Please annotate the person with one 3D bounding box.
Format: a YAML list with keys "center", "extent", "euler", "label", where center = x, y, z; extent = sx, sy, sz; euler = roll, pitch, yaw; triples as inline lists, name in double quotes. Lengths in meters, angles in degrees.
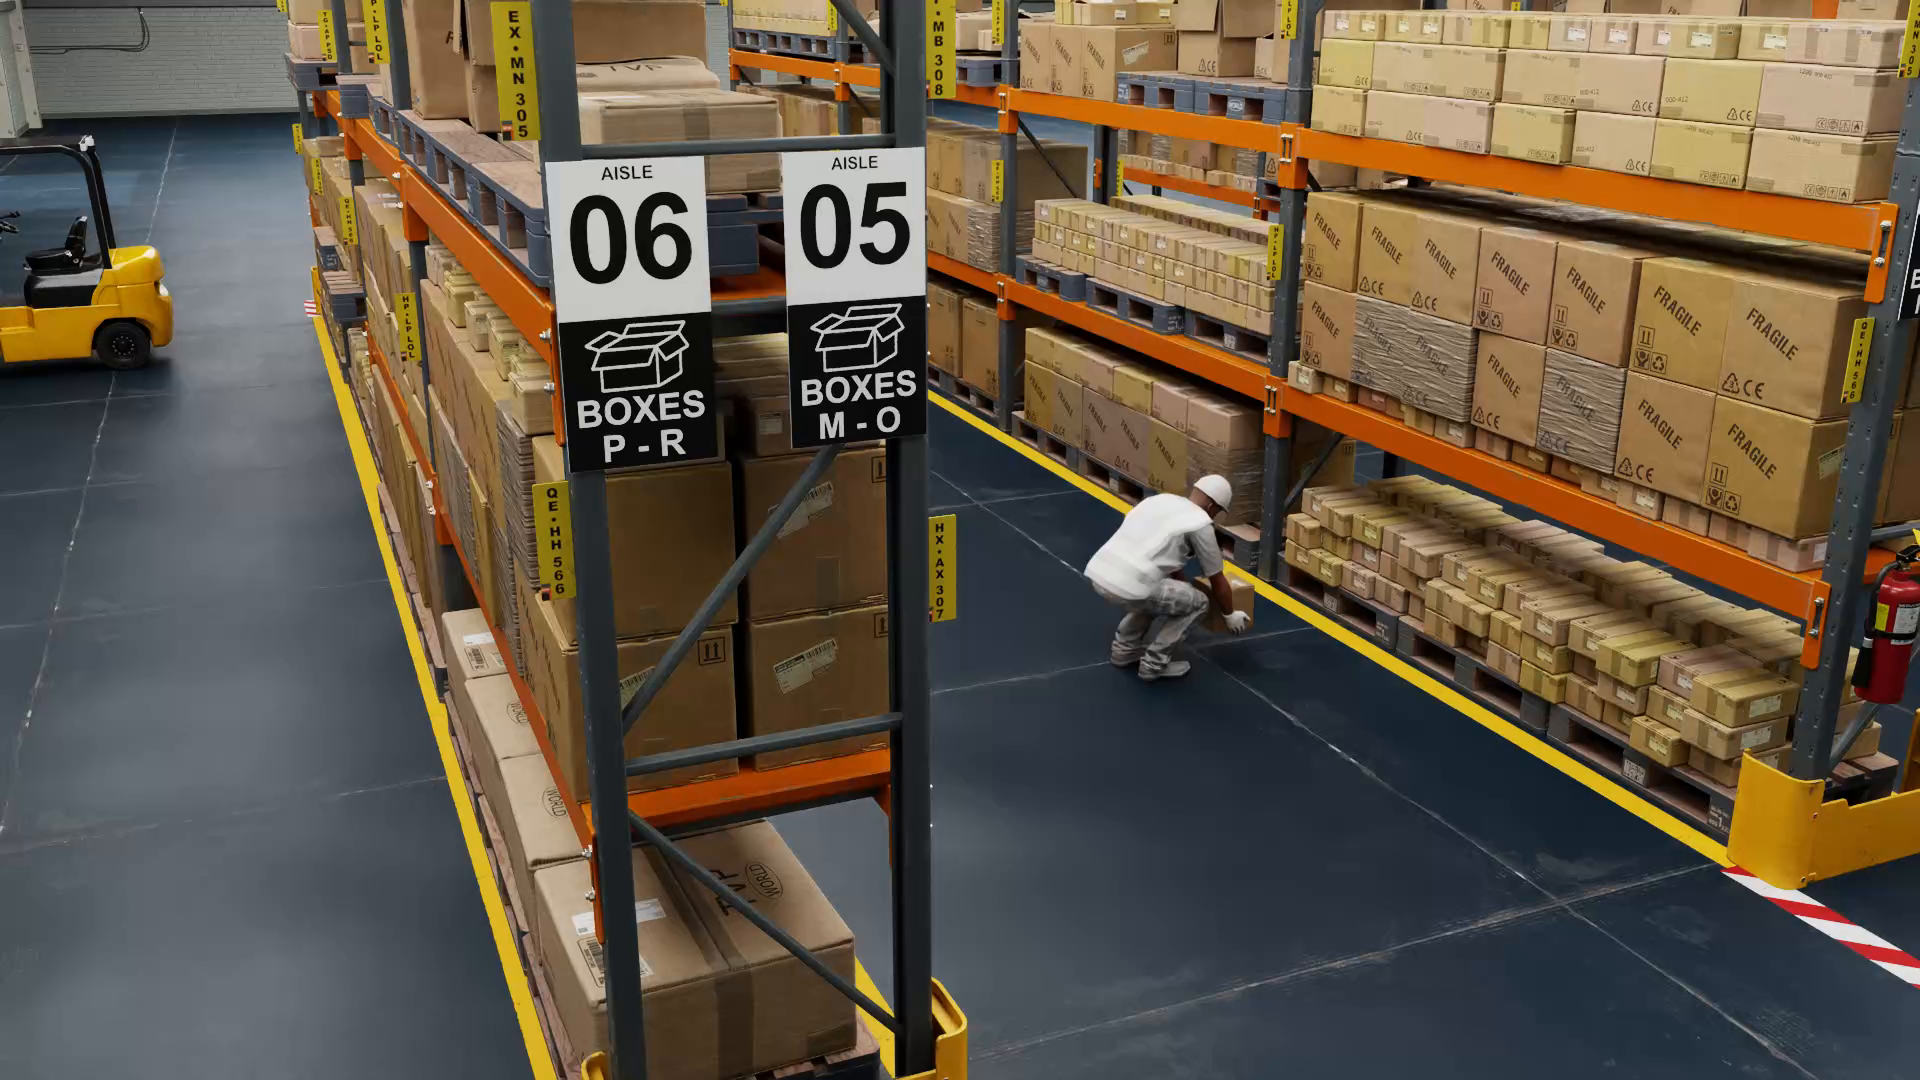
- center: [1.107, 0.191, 9.112]
  extent: [0.898, 1.053, 0.575]
  euler: [-8, 20, -22]
  label: "person"
